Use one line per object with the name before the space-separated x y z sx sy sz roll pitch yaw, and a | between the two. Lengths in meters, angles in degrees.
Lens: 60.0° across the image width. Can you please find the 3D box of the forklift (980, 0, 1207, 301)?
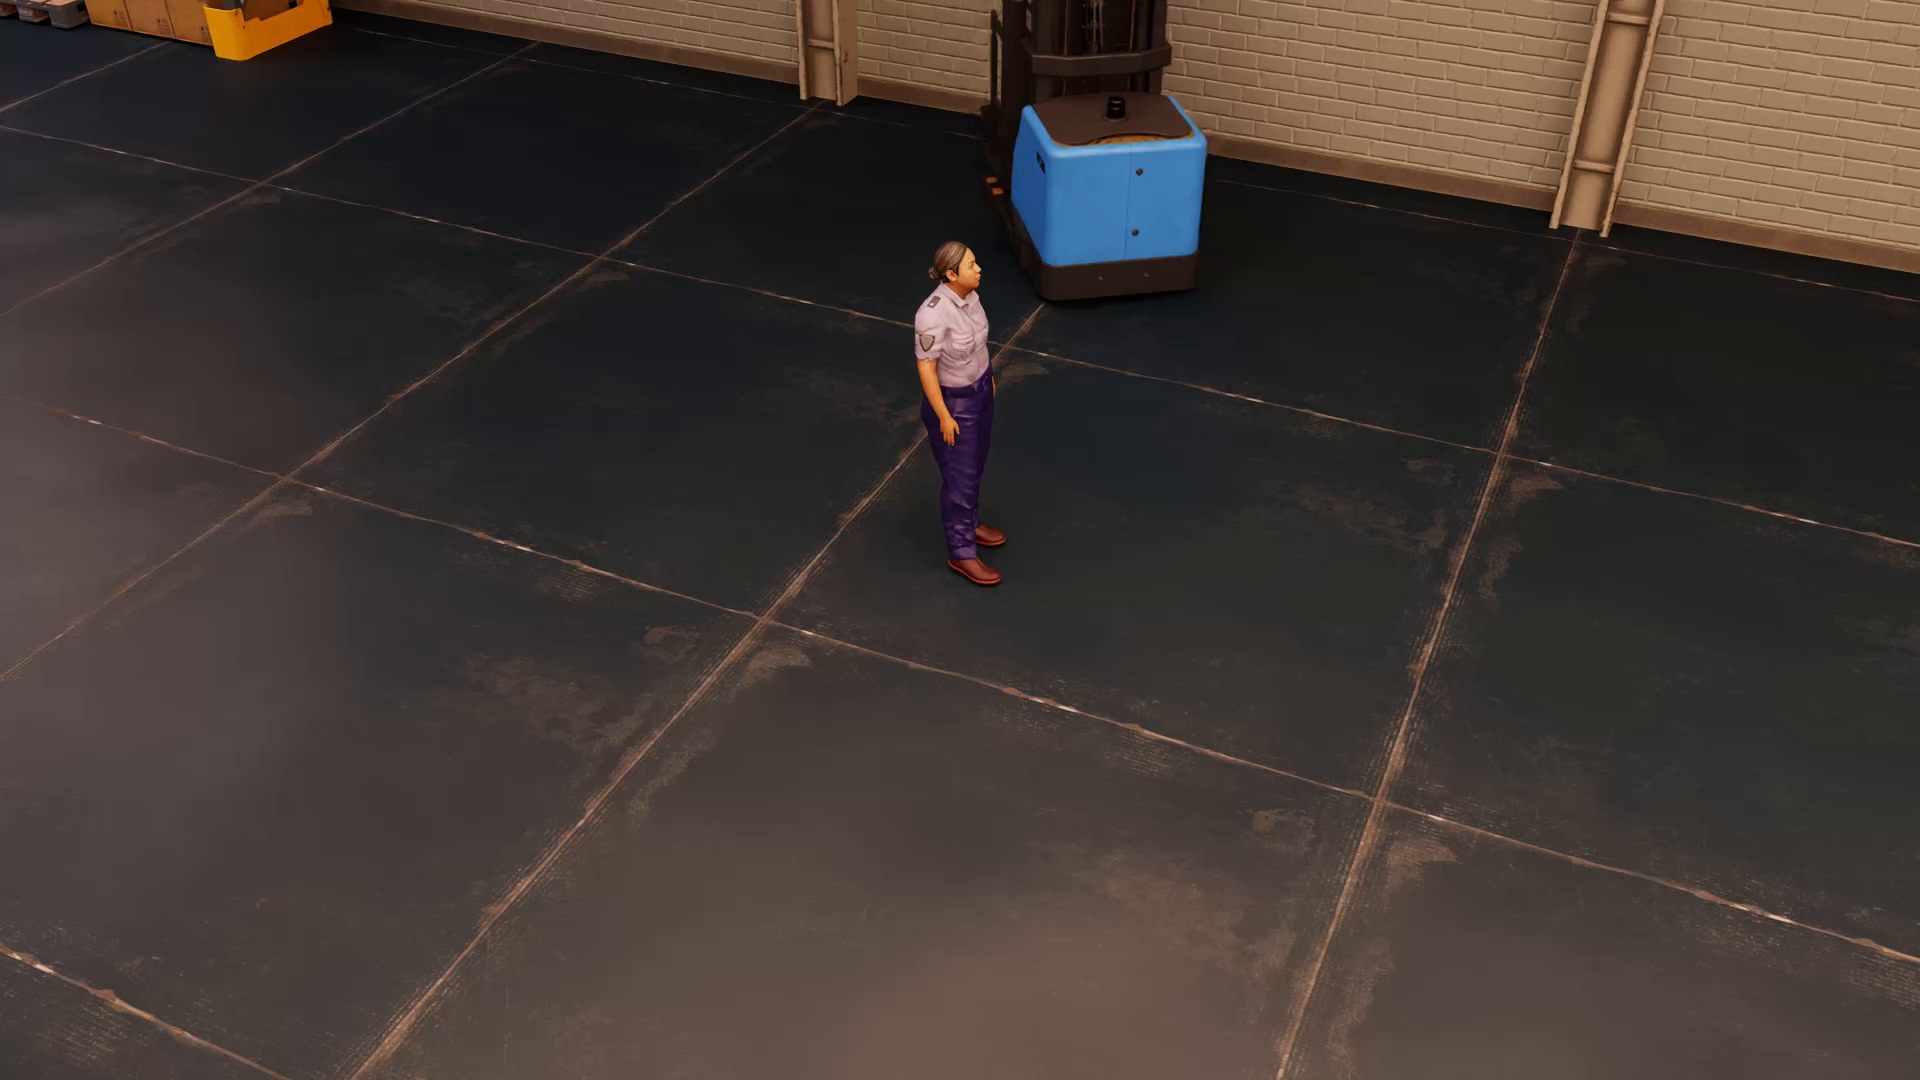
forklift | 0.771 -3.573 11.096 1.130 2.935 3.031 -6 36 -9

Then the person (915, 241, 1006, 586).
person | 0.072 -0.643 8.081 0.502 1.651 0.598 15 38 20
